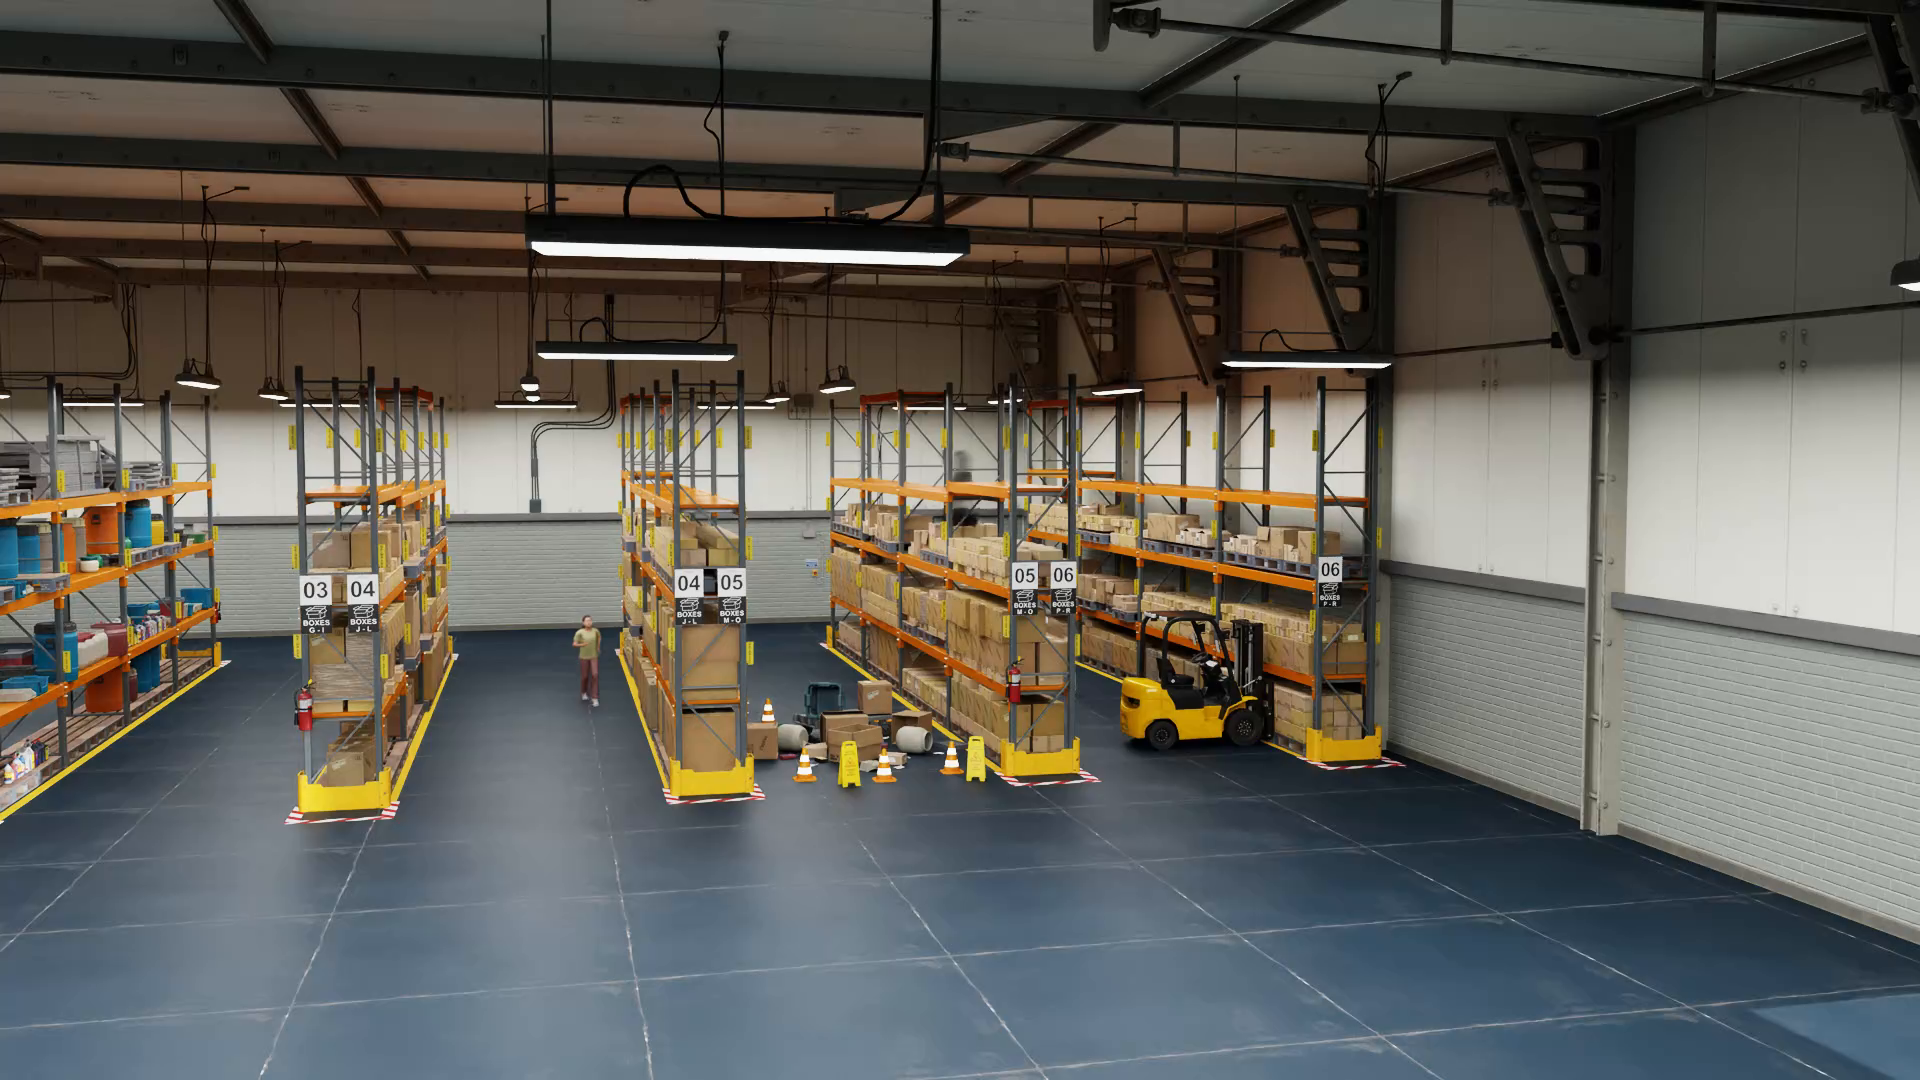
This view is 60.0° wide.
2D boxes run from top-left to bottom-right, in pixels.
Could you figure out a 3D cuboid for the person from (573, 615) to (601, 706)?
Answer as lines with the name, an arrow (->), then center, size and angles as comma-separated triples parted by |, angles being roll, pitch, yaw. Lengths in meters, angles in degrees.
person -> -7.055, 2.262, 31.546 | 0.570, 1.688, 0.904 | -1, 4, -23
